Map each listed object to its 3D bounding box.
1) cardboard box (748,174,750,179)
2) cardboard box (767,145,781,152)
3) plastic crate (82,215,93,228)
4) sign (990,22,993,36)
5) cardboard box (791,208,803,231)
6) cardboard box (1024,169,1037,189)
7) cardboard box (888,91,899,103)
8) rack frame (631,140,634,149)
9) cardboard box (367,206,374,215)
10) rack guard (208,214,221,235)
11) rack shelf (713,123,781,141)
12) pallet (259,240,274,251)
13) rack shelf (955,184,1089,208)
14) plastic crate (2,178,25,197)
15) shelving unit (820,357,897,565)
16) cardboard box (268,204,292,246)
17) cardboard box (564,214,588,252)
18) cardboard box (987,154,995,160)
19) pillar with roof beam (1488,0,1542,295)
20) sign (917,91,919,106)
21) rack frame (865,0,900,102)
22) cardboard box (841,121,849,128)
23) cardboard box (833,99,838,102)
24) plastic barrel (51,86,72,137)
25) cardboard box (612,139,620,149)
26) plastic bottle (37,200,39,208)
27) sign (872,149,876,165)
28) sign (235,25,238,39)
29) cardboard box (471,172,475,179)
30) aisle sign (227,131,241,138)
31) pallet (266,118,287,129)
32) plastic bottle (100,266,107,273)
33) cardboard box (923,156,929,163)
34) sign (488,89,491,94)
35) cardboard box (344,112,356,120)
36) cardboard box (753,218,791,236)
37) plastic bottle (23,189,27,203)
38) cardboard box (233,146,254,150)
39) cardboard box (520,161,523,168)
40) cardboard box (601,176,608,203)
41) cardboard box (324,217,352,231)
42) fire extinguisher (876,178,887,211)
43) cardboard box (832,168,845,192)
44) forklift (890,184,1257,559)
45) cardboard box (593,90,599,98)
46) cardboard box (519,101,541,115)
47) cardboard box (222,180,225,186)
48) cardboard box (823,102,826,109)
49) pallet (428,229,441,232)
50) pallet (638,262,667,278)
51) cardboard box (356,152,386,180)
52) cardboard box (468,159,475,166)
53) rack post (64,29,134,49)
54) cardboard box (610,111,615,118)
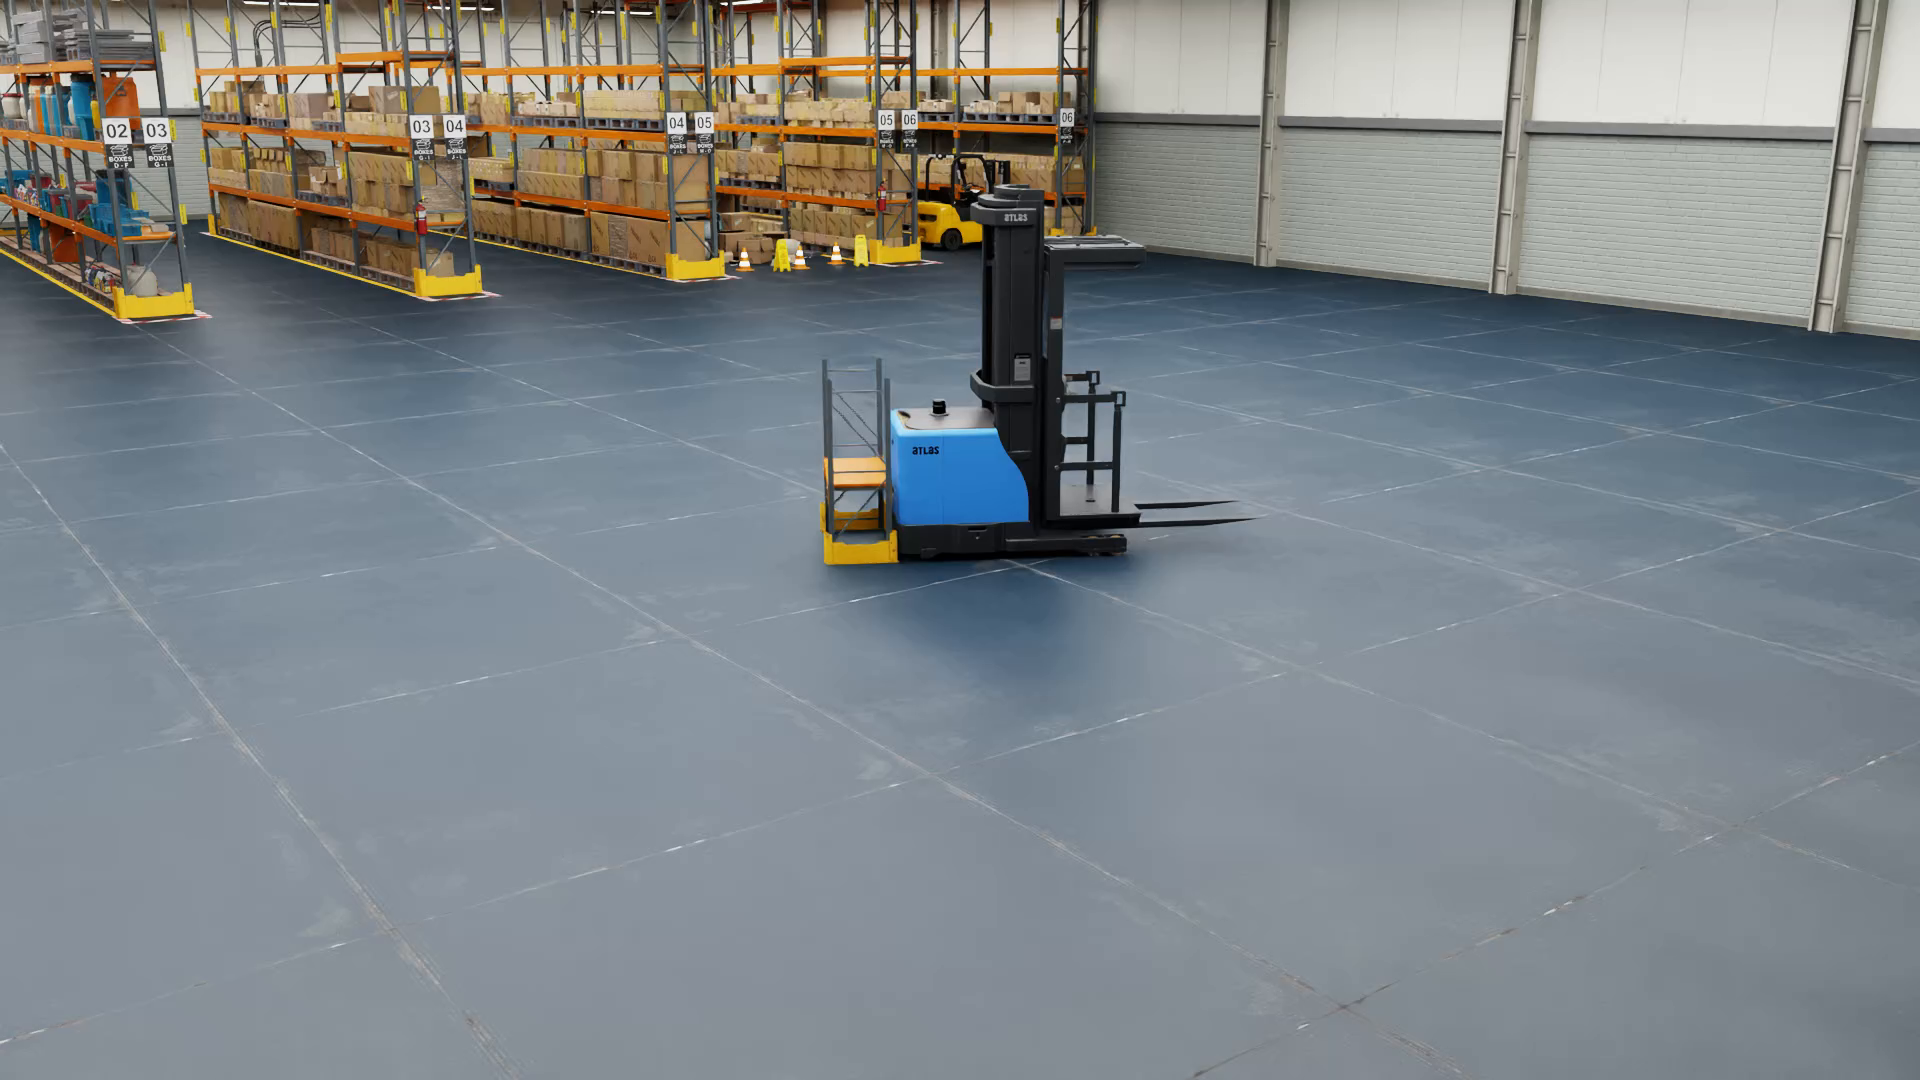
[{"bbox_3d":[-4.898,-8.805,40.244,0.380,0.149,0.250,-12,19,-36],"label":"cardboard box"},{"bbox_3d":[-4.425,-9.443,40.117,0.380,0.149,0.250,-10,18,-31],"label":"cardboard box"},{"bbox_3d":[-15.165,-5.621,29.333,0.450,0.188,0.662,-11,19,-35],"label":"plastic crate"},{"bbox_3d":[0.764,-12.637,41.131,0.100,0.325,0.005,-11,19,-35],"label":"sign"},{"bbox_3d":[-3.584,-7.434,38.549,0.500,0.500,0.500,-10,18,-32],"label":"cardboard box"},{"bbox_3d":[1.853,-8.506,39.283,0.500,0.500,0.500,-10,18,-33],"label":"cardboard box"},{"bbox_3d":[-1.445,-11.451,43.374,0.700,0.500,0.500,-11,19,-36],"label":"cardboard box"},{"bbox_3d":[-8.416,-10.072,45.195,1.000,3.000,0.127,-11,19,-35],"label":"rack frame"},{"bbox_3d":[-11.271,-6.396,32.239,0.380,0.149,0.250,-11,19,-35],"label":"cardboard box"},{"bbox_3d":[-18.798,-8.188,43.045,1.175,0.500,0.348,-11,19,-35],"label":"rack guard"},{"bbox_3d":[-4.888,-9.891,40.213,1.077,0.370,4.000,-11,19,-35],"label":"rack shelf"},{"bbox_3d":[-15.917,-7.036,39.384,1.003,0.211,1.213,-11,19,-35],"label":"pallet"},{"bbox_3d":[1.476,-8.361,40.306,1.077,0.370,4.000,-11,19,-35],"label":"rack shelf"},{"bbox_3d":[-20.989,-7.833,36.931,0.392,0.384,0.575,-11,19,-35],"label":"plastic crate"},{"bbox_3d":[-0.855,-0.673,13.694,0.587,1.500,1.083,-2,15,-6],"label":"shelving unit"},{"bbox_3d":[-14.987,-7.200,37.929,1.225,0.875,0.875,-11,19,-34],"label":"cardboard box"},{"bbox_3d":[-8.095,-6.810,36.742,1.050,0.750,0.750,-11,19,-35],"label":"cardboard box"},{"bbox_3d":[0.875,-9.309,40.424,0.380,0.149,0.250,-11,19,-35],"label":"cardboard box"},{"bbox_3d":[6.545,-8.233,27.110,9.100,9.000,0.400,-11,19,-35],"label":"pillar with roof beam"},{"bbox_3d":[-0.922,-9.463,35.629,0.100,0.325,0.005,-11,19,-35],"label":"sign"},{"bbox_3d":[-2.051,-12.883,44.100,1.000,3.000,0.127,-11,19,-35],"label":"rack frame"},{"bbox_3d":[-2.378,-9.089,36.395,0.380,0.149,0.250,-11,19,-35],"label":"cardboard box"},{"bbox_3d":[-3.256,-12.004,45.537,0.380,0.149,0.250,-11,19,-34],"label":"cardboard box"},{"bbox_3d":[-16.209,-7.821,30.336,0.600,0.901,0.708,-11,19,-35],"label":"plastic barrel"},{"bbox_3d":[-9.209,-10.770,45.662,0.500,0.500,0.500,-11,19,-35],"label":"cardboard box"},{"bbox_3d":[-18.723,-6.863,33.846,0.097,0.201,0.097,0,15,0],"label":"plastic bottle"},{"bbox_3d":[-1.821,-8.139,35.339,0.100,0.325,0.005,-11,19,-35],"label":"sign"},{"bbox_3d":[-18.337,-12.852,42.067,0.100,0.325,0.005,-11,19,-35],"label":"sign"},{"bbox_3d":[-11.729,-8.930,40.703,0.380,0.149,0.250,-11,19,-36],"label":"cardboard box"},{"bbox_3d":[-18.584,-10.704,42.579,0.394,0.787,0.004,-11,19,-35],"label":"aisle sign"},{"bbox_3d":[-14.502,-9.165,36.556,1.213,0.211,1.003,-10,18,-32],"label":"pallet"},{"bbox_3d":[-15.479,-4.777,30.033,0.144,0.351,0.185,-11,19,-35],"label":"plastic bottle"},{"bbox_3d":[-0.713,-9.749,42.595,0.380,0.149,0.250,-11,19,-36],"label":"cardboard box"},{"bbox_3d":[-11.914,-11.256,42.110,0.100,0.325,0.005,-11,19,-35],"label":"sign"},{"bbox_3d":[-11.787,-8.275,32.476,0.380,0.149,0.250,-12,19,-36],"label":"cardboard box"},{"bbox_3d":[-4.448,-7.564,40.212,0.950,0.372,0.625,-10,18,-31],"label":"cardboard box"},{"bbox_3d":[-19.794,-7.300,35.302,0.152,0.276,0.135,-11,19,-35],"label":"plastic bottle"},{"bbox_3d":[-18.285,-9.758,42.346,0.500,0.500,0.500,-11,19,-34],"label":"cardboard box"},{"bbox_3d":[-10.284,-8.982,39.766,0.380,0.149,0.250,-11,19,-36],"label":"cardboard box"},{"bbox_3d":[-7.089,-7.456,35.350,0.875,0.550,0.550,-11,19,-35],"label":"cardboard box"},{"bbox_3d":[-13.342,-6.798,35.713,0.500,0.250,0.500,-8,17,-28],"label":"cardboard box"},{"bbox_3d":[-1.666,-7.377,35.492,0.296,0.674,0.183,-11,19,-35],"label":"fire extinguisher"},{"bbox_3d":[-2.484,-7.990,36.833,0.500,0.500,0.500,-11,19,-35],"label":"cardboard box"},{"bbox_3d":[0.936,-1.415,13.693,3.031,2.935,1.130,-2,15,-7],"label":"forklift"},{"bbox_3d":[-7.418,-9.296,34.658,0.380,0.149,0.250,-11,19,-35],"label":"cardboard box"},{"bbox_3d":[-9.761,-9.894,38.046,0.500,0.311,0.500,-11,19,-34],"label":"cardboard box"},{"bbox_3d":[-18.084,-8.866,41.263,0.380,0.149,0.250,-11,19,-35],"label":"cardboard box"},{"bbox_3d":[-2.810,-9.637,36.889,0.380,0.149,0.250,-10,18,-33],"label":"cardboard box"},{"bbox_3d":[-13.506,-8.336,44.134,1.003,0.211,1.213,-11,19,-35],"label":"pallet"},{"bbox_3d":[-5.838,-5.534,33.894,1.003,0.211,1.213,-11,19,-35],"label":"pallet"},{"bbox_3d":[-11.374,-7.258,32.265,0.500,0.500,0.500,-11,19,-35],"label":"cardboard box"},{"bbox_3d":[-11.888,-9.273,40.829,0.380,0.149,0.250,-11,19,-35],"label":"cardboard box"},{"bbox_3d":[-14.547,-8.469,28.116,0.937,0.300,0.954,-11,19,-36],"label":"rack post"},{"bbox_3d":[-6.967,-8.748,34.167,0.380,0.149,0.250,-11,19,-34],"label":"cardboard box"}]
